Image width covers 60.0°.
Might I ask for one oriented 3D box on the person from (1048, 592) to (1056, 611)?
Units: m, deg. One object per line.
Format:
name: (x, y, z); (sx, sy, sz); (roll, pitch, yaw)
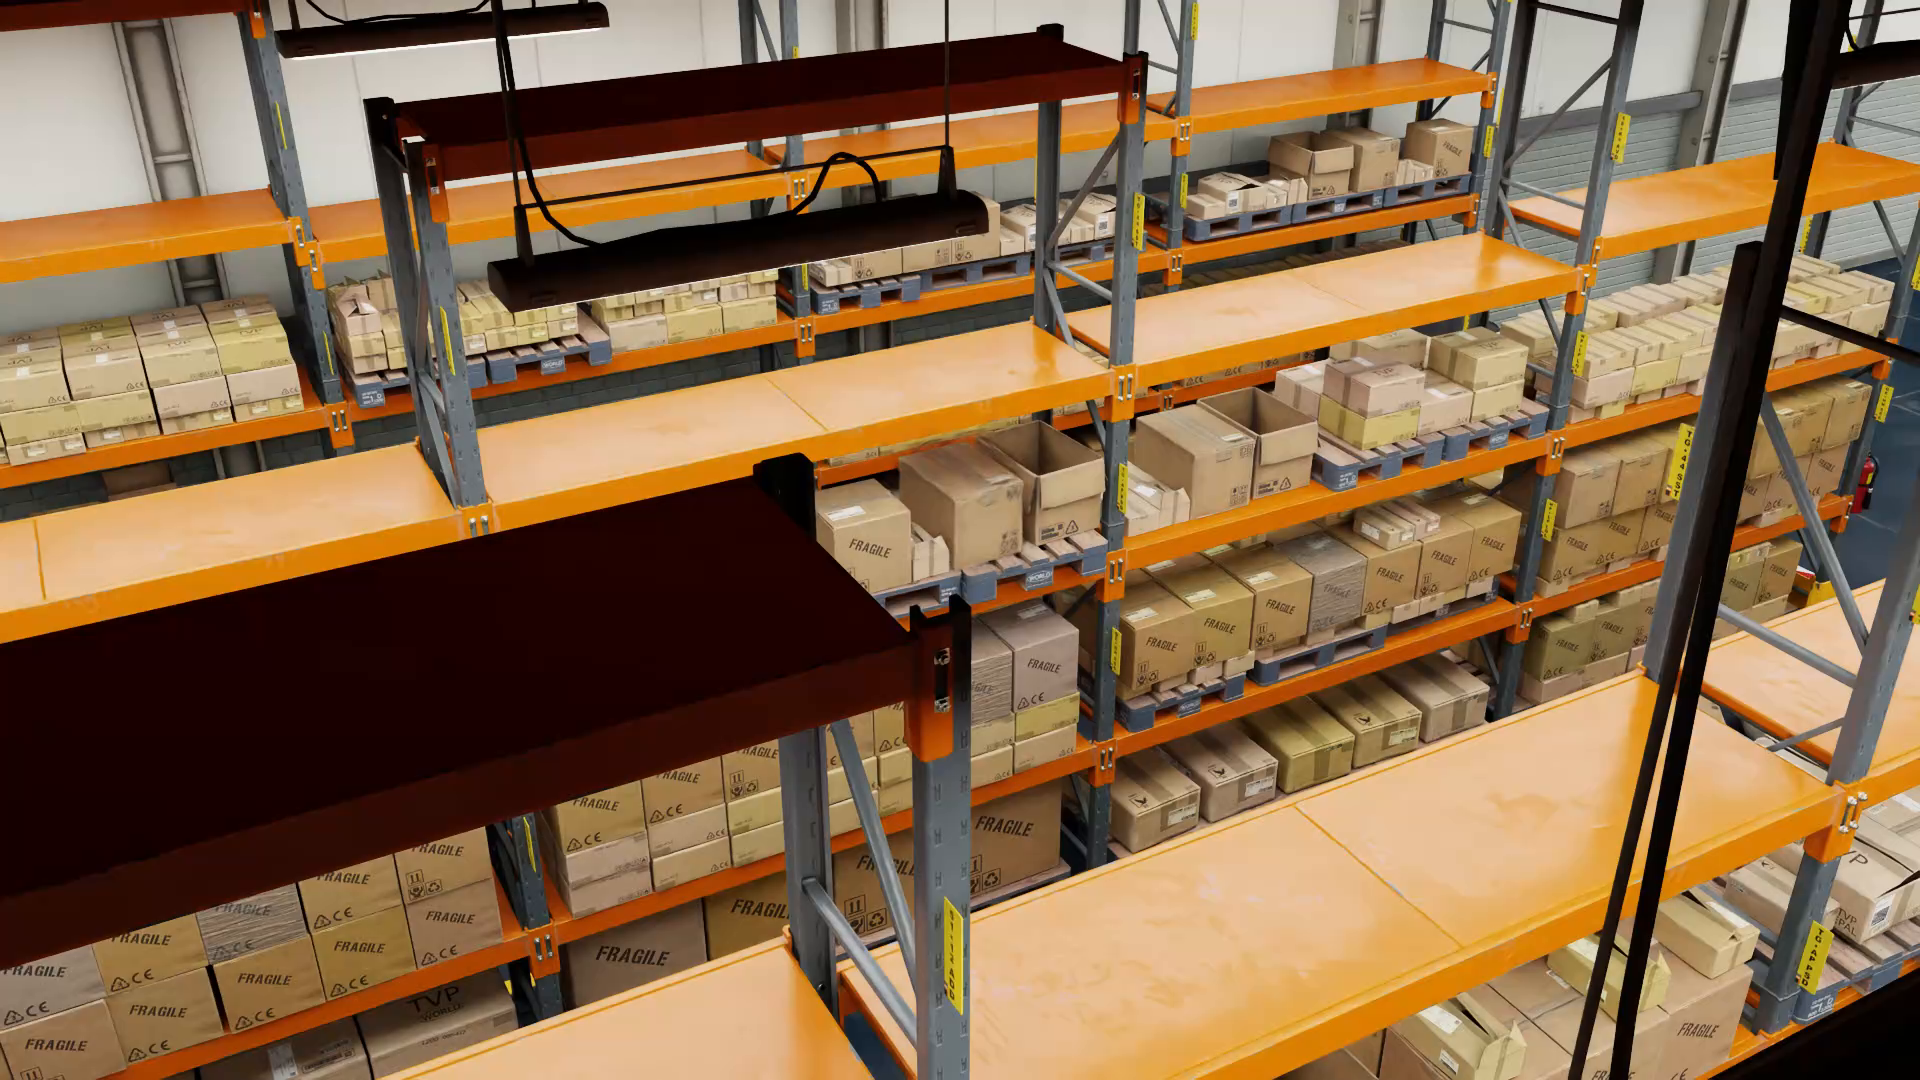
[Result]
person: (0.886, 0.478, 13.846); (0.691, 1.684, 0.591); (-17, 32, -29)
